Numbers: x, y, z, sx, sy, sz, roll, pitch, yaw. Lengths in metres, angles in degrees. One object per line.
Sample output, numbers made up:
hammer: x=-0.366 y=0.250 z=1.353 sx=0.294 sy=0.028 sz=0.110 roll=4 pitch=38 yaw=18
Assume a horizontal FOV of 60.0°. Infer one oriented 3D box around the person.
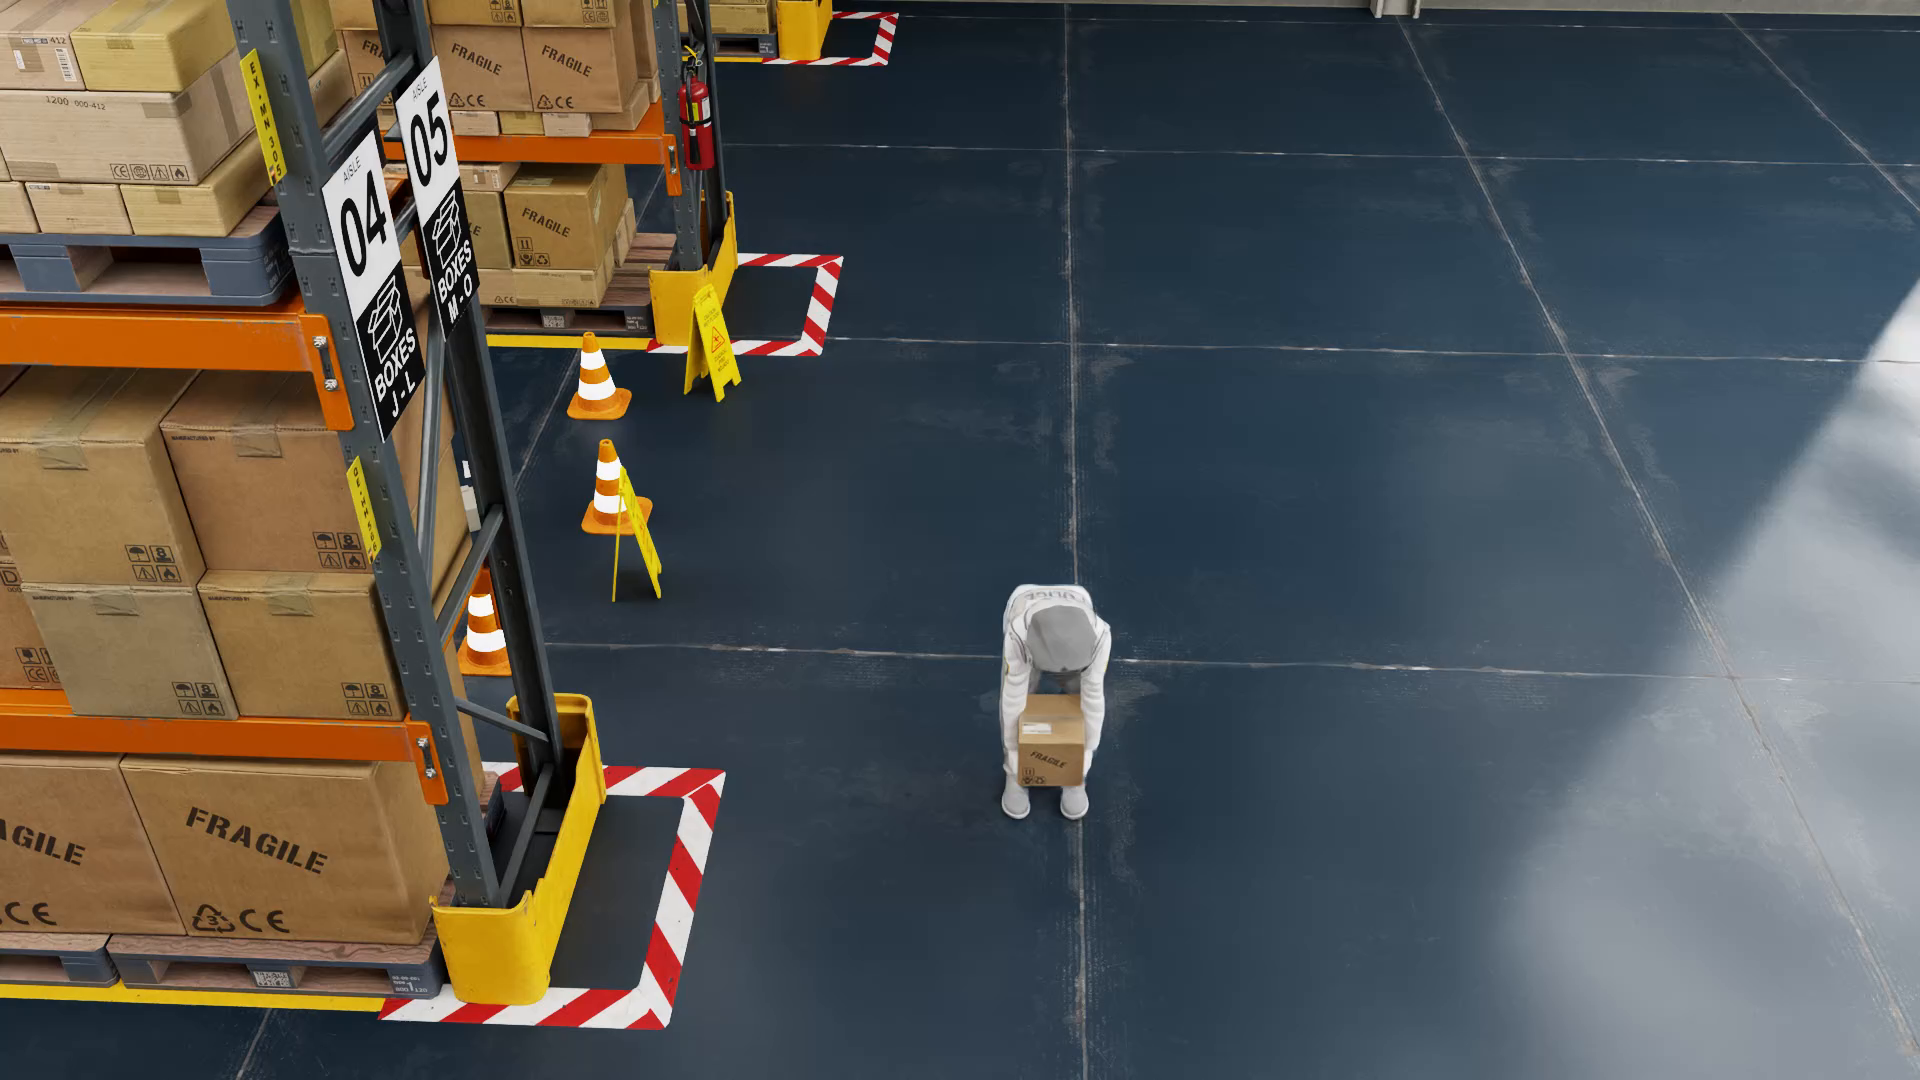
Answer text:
person: x=0.360 y=0.655 z=6.469 sx=0.409 sy=1.366 sz=0.857 roll=1 pitch=36 yaw=1
